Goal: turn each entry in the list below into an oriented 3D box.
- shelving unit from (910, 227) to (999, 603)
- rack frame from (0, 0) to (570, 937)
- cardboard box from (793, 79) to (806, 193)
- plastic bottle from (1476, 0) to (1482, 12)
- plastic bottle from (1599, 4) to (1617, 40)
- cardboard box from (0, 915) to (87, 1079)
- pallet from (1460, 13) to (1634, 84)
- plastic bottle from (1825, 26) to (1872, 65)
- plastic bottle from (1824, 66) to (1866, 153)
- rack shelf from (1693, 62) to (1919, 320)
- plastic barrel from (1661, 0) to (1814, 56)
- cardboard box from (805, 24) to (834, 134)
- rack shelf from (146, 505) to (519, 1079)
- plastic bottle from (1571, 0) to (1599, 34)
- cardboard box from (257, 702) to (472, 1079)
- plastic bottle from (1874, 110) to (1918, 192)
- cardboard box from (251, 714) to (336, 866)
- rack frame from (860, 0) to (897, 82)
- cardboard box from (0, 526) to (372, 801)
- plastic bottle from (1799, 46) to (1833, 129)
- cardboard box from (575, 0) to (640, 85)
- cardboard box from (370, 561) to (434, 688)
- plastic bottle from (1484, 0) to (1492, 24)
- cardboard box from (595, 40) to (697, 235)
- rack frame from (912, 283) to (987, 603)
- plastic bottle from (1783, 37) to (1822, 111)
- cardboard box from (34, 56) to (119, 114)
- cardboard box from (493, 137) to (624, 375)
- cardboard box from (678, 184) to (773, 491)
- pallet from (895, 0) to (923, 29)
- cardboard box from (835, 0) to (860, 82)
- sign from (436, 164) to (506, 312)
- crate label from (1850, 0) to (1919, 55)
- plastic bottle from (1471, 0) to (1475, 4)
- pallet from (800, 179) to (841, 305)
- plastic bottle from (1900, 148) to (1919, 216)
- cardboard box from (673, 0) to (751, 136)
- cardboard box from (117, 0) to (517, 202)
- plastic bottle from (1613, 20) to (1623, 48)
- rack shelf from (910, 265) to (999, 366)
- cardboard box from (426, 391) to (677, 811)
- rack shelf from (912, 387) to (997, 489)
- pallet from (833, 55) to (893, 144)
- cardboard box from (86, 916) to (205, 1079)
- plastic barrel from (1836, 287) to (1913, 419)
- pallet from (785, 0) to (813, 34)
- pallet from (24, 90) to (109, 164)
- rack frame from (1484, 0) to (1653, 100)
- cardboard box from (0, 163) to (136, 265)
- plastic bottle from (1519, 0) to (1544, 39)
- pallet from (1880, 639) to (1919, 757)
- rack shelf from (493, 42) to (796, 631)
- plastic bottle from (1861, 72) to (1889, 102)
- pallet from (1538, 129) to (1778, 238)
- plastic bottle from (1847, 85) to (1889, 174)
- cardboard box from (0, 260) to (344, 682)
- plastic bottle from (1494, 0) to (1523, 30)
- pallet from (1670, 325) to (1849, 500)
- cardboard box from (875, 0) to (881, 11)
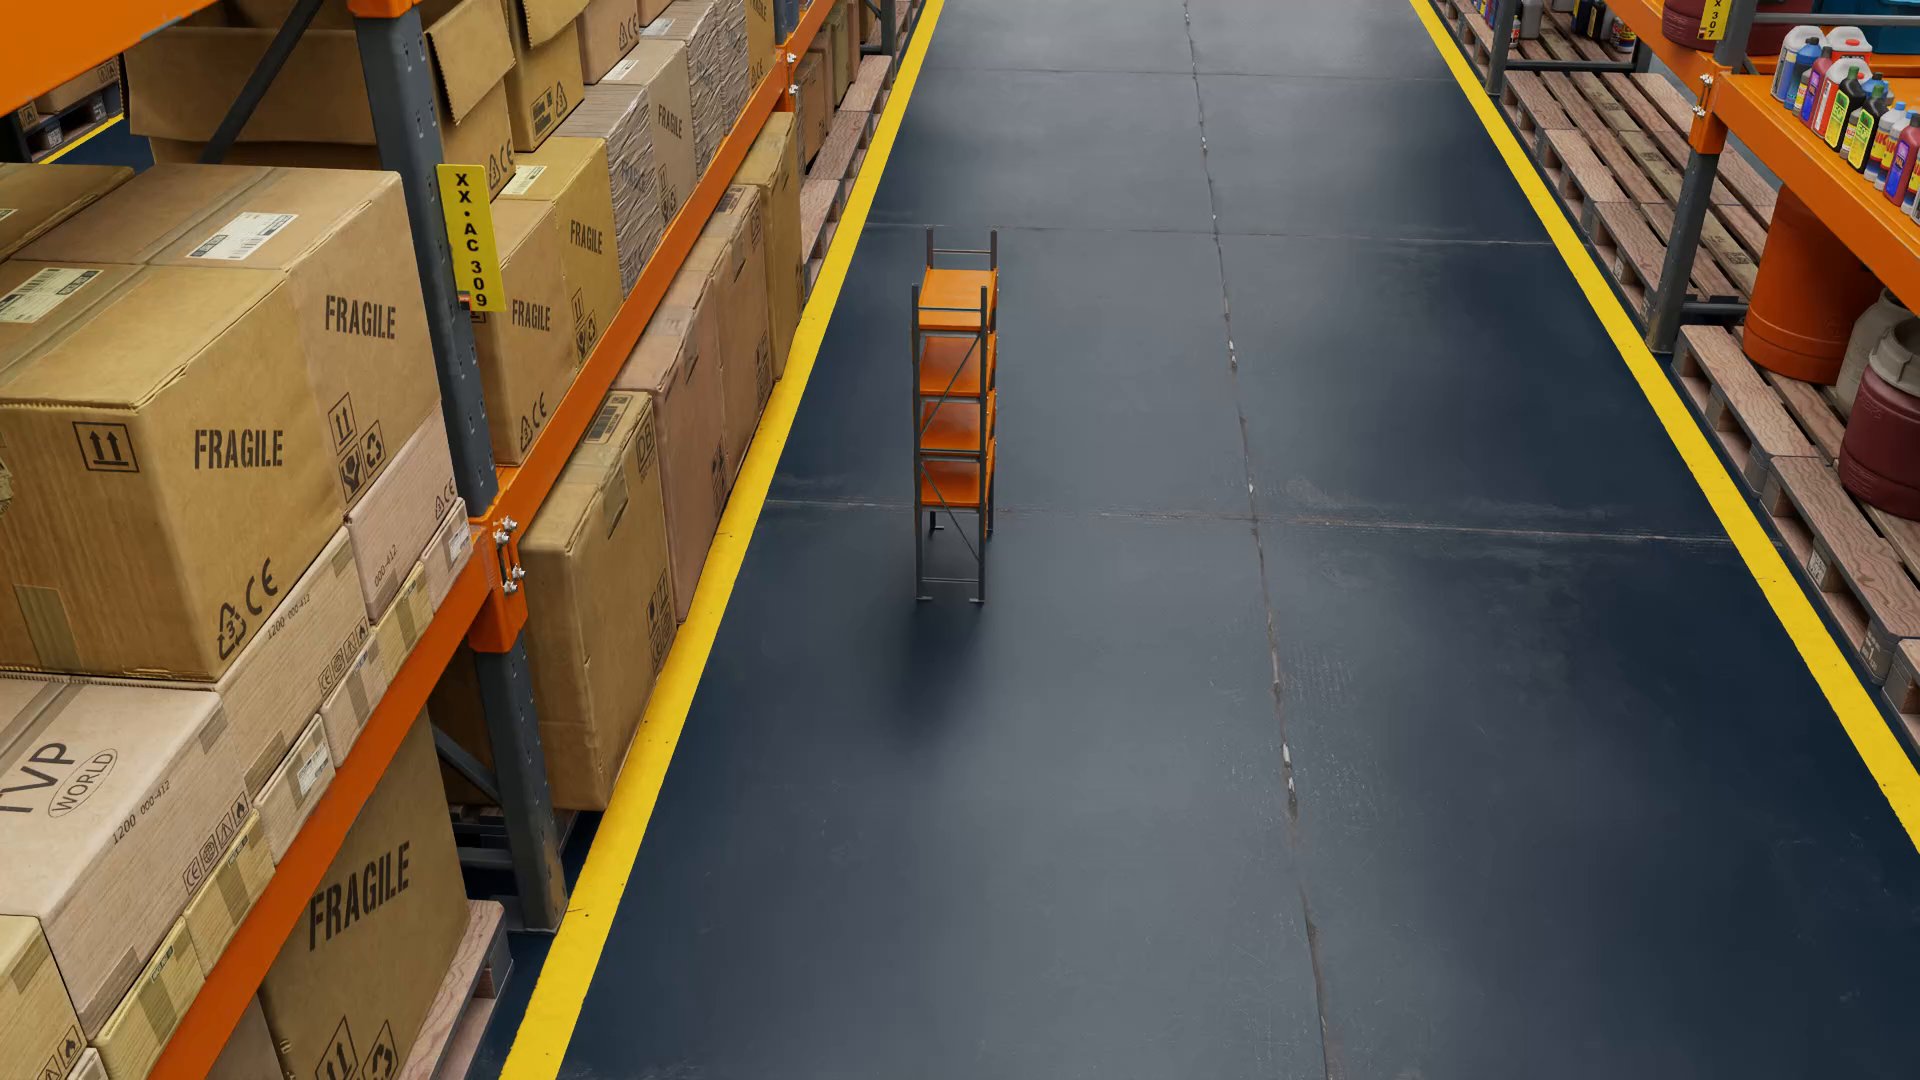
[{"bbox_3d":[-0.013,-0.424,5.795,0.258,1.200,0.503,2,32,4],"label":"shelving unit"},{"bbox_3d":[-1.587,-0.257,3.808,1.000,3.000,0.127,2,32,4],"label":"rack frame"},{"bbox_3d":[-1.194,-2.113,8.783,0.700,0.500,0.500,0,32,0],"label":"cardboard box"},{"bbox_3d":[3.825,-3.959,11.992,0.152,0.276,0.135,3,32,5],"label":"plastic bottle"},{"bbox_3d":[4.463,-3.574,11.368,0.152,0.276,0.135,4,32,6],"label":"plastic bottle"},{"bbox_3d":[-1.487,0.725,2.074,0.500,0.250,0.500,2,32,3],"label":"cardboard box"},{"bbox_3d":[4.097,-3.391,11.551,1.003,0.211,1.213,2,32,4],"label":"pallet"},{"bbox_3d":[3.470,-1.865,6.536,0.152,0.276,0.135,2,32,4],"label":"plastic bottle"},{"bbox_3d":[3.224,-1.565,6.041,0.061,0.283,0.133,2,32,4],"label":"plastic bottle"},{"bbox_3d":[3.513,-0.785,5.350,1.077,0.370,4.000,2,32,4],"label":"rack shelf"},{"bbox_3d":[3.411,-2.450,7.237,0.600,0.536,0.708,2,32,4],"label":"plastic barrel"},{"bbox_3d":[-1.110,-2.702,9.738,0.700,0.500,0.500,0,32,0],"label":"cardboard box"},{"bbox_3d":[-1.750,1.095,2.299,1.077,0.370,4.000,2,32,4],"label":"rack shelf"},{"bbox_3d":[4.337,-3.699,11.498,0.144,0.351,0.185,2,32,4],"label":"plastic bottle"},{"bbox_3d":[-1.720,0.811,3.700,0.875,0.875,0.875,2,32,4],"label":"cardboard box"},{"bbox_3d":[3.206,-1.327,5.667,0.097,0.271,0.097,0,32,0],"label":"plastic bottle"},{"bbox_3d":[-1.348,0.427,2.938,0.380,0.149,0.250,3,32,5],"label":"cardboard box"},{"bbox_3d":[-0.935,-4.440,10.596,1.000,3.000,0.127,2,32,4],"label":"rack frame"},{"bbox_3d":[-1.401,0.193,2.937,0.500,0.250,0.500,3,32,5],"label":"cardboard box"},{"bbox_3d":[3.246,-1.705,6.268,0.061,0.283,0.133,2,32,4],"label":"plastic bottle"},{"bbox_3d":[-1.441,-1.745,5.171,0.797,0.503,0.637,3,32,6],"label":"cardboard box"},{"bbox_3d":[-1.306,0.159,3.373,0.380,0.149,0.250,3,32,5],"label":"cardboard box"},{"bbox_3d":[3.754,-3.796,11.720,0.061,0.283,0.133,5,32,7],"label":"plastic bottle"},{"bbox_3d":[-1.182,-1.324,5.444,0.500,0.500,0.500,3,32,5],"label":"cardboard box"},{"bbox_3d":[-0.033,-0.297,5.588,0.240,1.200,0.015,2,32,4],"label":"rack frame"},{"bbox_3d":[3.281,-1.810,6.451,0.097,0.271,0.097,0,32,0],"label":"plastic bottle"},{"bbox_3d":[-5.914,-3.093,10.154,1.050,0.750,0.750,2,32,4],"label":"cardboard box"},{"bbox_3d":[-1.260,-0.792,4.581,0.500,0.500,0.500,3,32,4],"label":"cardboard box"},{"bbox_3d":[-1.418,-0.797,6.309,1.225,0.875,0.875,3,32,4],"label":"cardboard box"},{"bbox_3d":[-0.819,-4.245,12.937,1.003,0.211,1.213,2,32,4],"label":"pallet"},{"bbox_3d":[-1.007,-3.243,10.616,0.700,0.500,0.500,0,32,0],"label":"cardboard box"},{"bbox_3d":[-1.034,-0.636,3.523,0.100,0.325,0.005,2,32,4],"label":"sign"},{"bbox_3d":[4.083,-2.270,7.234,0.303,0.233,0.416,2,32,4],"label":"crate label"},{"bbox_3d":[3.816,-4.074,12.182,0.097,0.271,0.097,0,32,0],"label":"plastic bottle"},{"bbox_3d":[-1.196,-1.570,8.596,1.003,0.211,1.213,2,32,4],"label":"pallet"},{"bbox_3d":[3.187,-1.206,5.471,0.097,0.271,0.097,0,32,0],"label":"plastic bottle"},{"bbox_3d":[-1.101,-1.862,6.317,0.500,0.500,0.500,2,32,4],"label":"cardboard box"},{"bbox_3d":[-1.543,-1.061,4.061,0.797,0.503,0.637,2,32,3],"label":"cardboard box"},{"bbox_3d":[4.472,-3.425,11.197,0.097,0.201,0.097,0,32,0],"label":"plastic bottle"},{"bbox_3d":[-0.013,-0.759,5.589,0.258,0.148,0.480,2,32,4],"label":"rack shelf"},{"bbox_3d":[-1.555,0.133,4.799,1.225,0.875,0.875,3,32,4],"label":"cardboard box"},{"bbox_3d":[-0.013,-0.367,5.830,0.258,0.148,0.480,2,32,4],"label":"rack shelf"},{"bbox_3d":[-0.997,-2.846,10.666,1.003,0.211,1.213,2,32,4],"label":"pallet"},{"bbox_3d":[-1.389,0.696,2.502,0.380,0.149,0.250,2,32,3],"label":"cardboard box"},{"bbox_3d":[3.696,-0.701,6.499,0.421,0.512,0.421,0,32,0],"label":"plastic barrel"},{"bbox_3d":[-1.309,-2.644,7.864,1.213,0.211,1.003,2,32,4],"label":"pallet"},{"bbox_3d":[-5.955,-2.471,10.059,1.003,0.211,1.213,2,32,4],"label":"pallet"},{"bbox_3d":[4.001,-4.228,10.252,1.000,3.000,0.127,2,32,4],"label":"rack frame"},{"bbox_3d":[-1.881,-0.399,3.183,0.500,0.500,0.500,2,32,4],"label":"cardboard box"},{"bbox_3d":[3.910,-3.631,11.388,0.144,0.351,0.185,2,32,4],"label":"plastic bottle"},{"bbox_3d":[3.454,0.740,4.848,1.003,0.211,1.213,2,32,4],"label":"pallet"},{"bbox_3d":[-1.424,-0.996,5.693,1.077,0.370,4.000,2,32,4],"label":"rack shelf"},{"bbox_3d":[3.304,-1.566,6.054,0.097,0.271,0.097,0,32,0],"label":"plastic bottle"},{"bbox_3d":[3.879,-1.989,9.277,1.003,0.211,1.213,2,32,4],"label":"pallet"},{"bbox_3d":[3.205,-1.444,5.845,0.061,0.283,0.133,2,32,4],"label":"plastic bottle"},{"bbox_3d":[-1.403,-0.125,2.739,0.500,0.500,0.500,3,32,4],"label":"cardboard box"},{"bbox_3d":[3.766,-3.637,11.398,0.144,0.351,0.185,2,32,3],"label":"plastic bottle"},{"bbox_3d":[3.653,-0.536,6.918,1.003,0.211,1.213,2,32,4],"label":"pallet"},{"bbox_3d":[-0.824,-4.062,11.964,0.500,0.500,0.500,13,34,19],"label":"cardboard box"}]
